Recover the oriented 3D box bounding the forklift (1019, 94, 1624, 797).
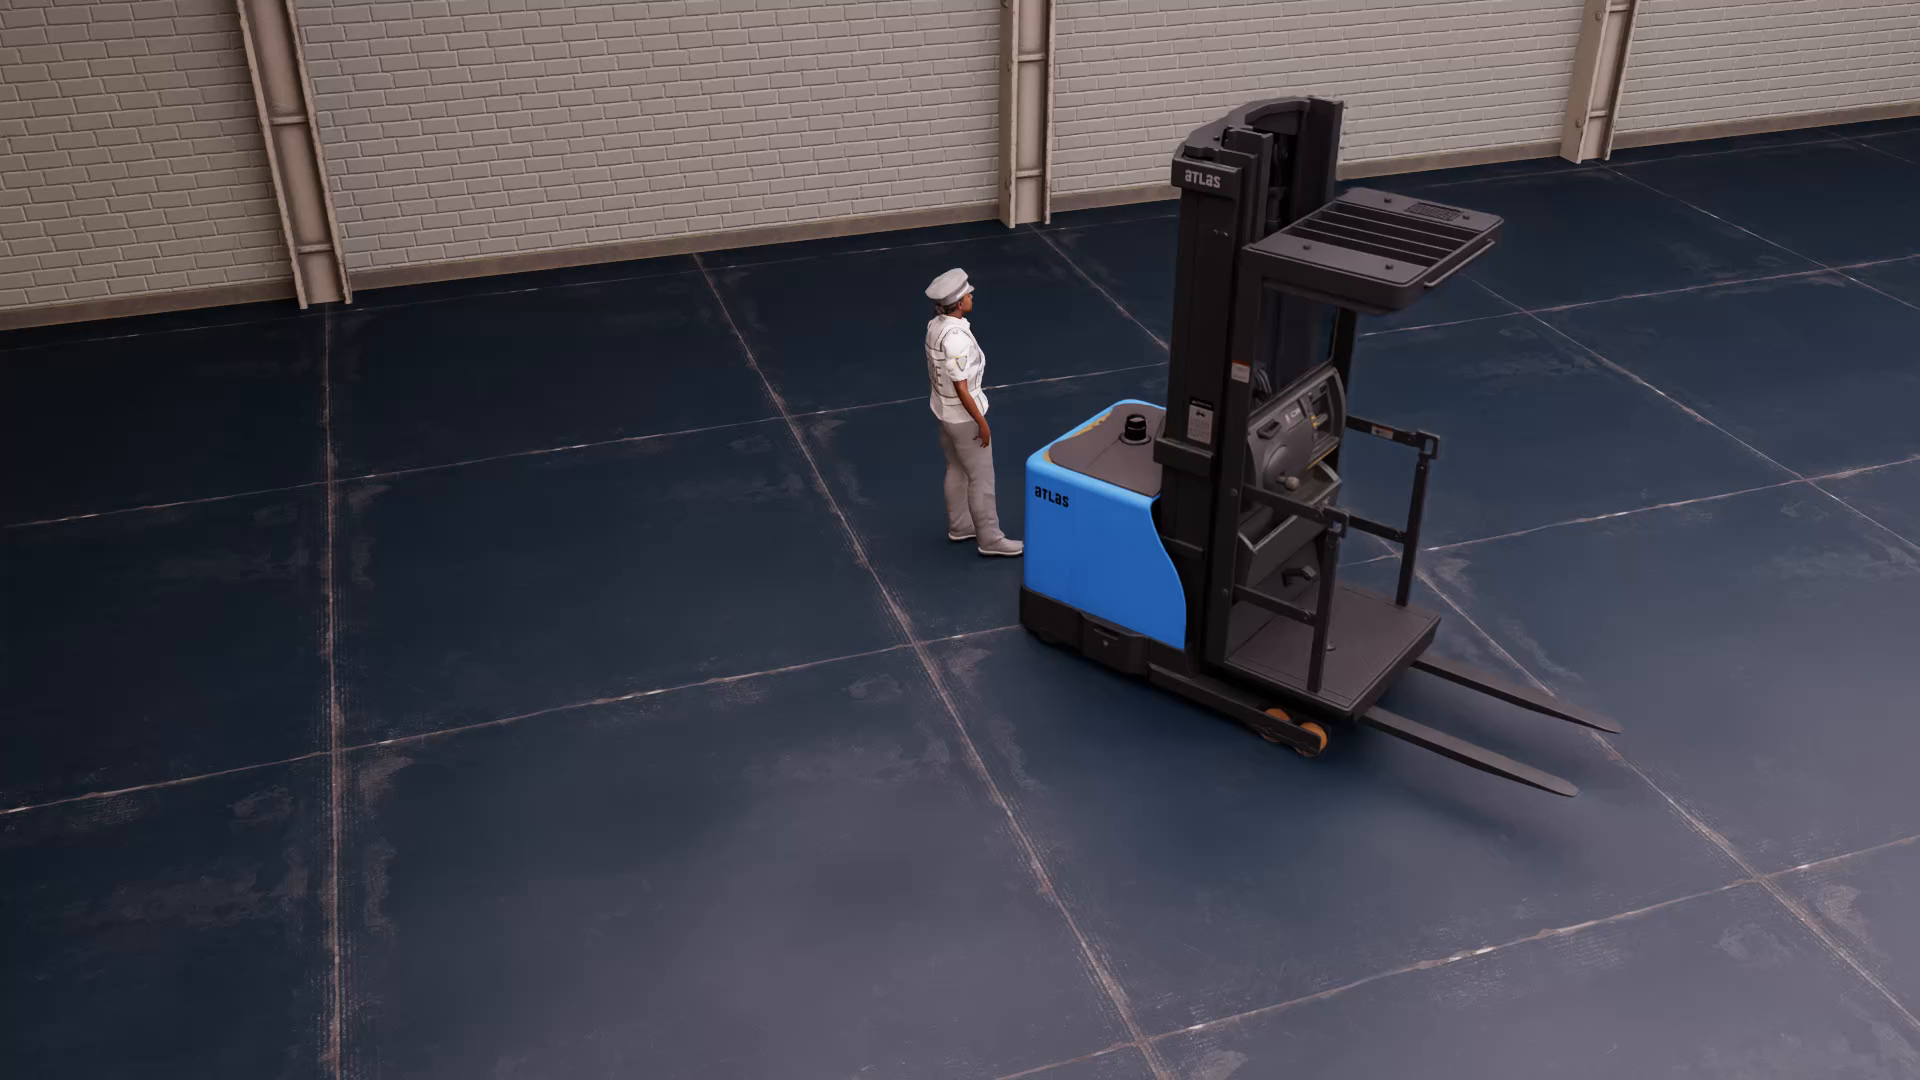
[{"bbox_3d":[1.801,-0.505,7.965,3.031,2.935,1.130,21,36,32],"label":"forklift"}]

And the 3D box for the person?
[{"bbox_3d":[0.077,-0.743,9.604,0.529,1.694,0.569,-10,31,-16],"label":"person"}]
